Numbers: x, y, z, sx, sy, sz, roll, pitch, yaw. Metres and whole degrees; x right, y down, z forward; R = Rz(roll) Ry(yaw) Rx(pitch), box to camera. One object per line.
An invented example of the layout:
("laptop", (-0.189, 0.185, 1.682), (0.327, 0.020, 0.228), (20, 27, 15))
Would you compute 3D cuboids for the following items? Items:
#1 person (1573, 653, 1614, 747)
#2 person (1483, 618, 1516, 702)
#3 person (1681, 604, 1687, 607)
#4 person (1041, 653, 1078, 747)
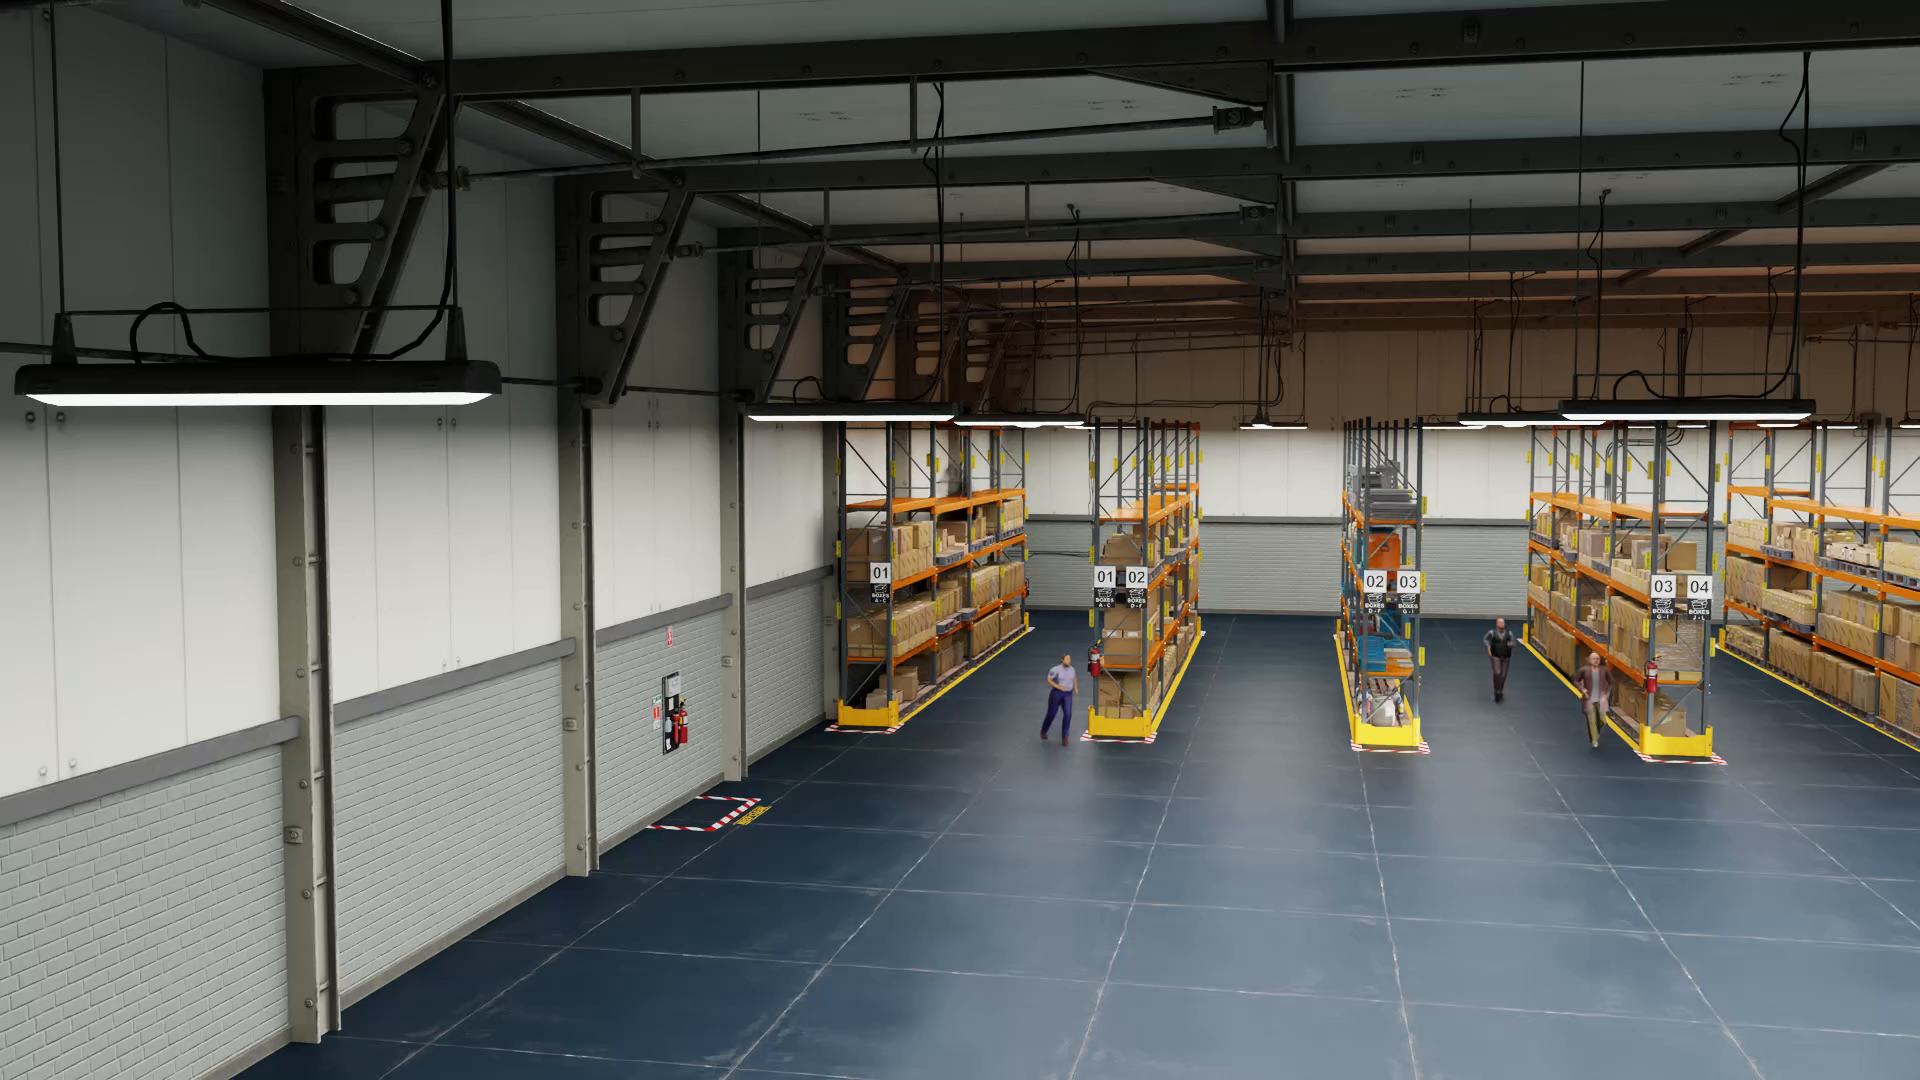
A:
("person", (11.488, 2.903, 30.148), (0.714, 1.734, 0.661), (1, 4, 14))
("person", (11.546, 2.559, 35.538), (0.638, 1.780, 0.731), (0, 4, 3))
("person", (18.981, 2.044, 44.050), (0.583, 1.724, 0.843), (2, 4, 29))
("person", (1.899, 2.908, 30.608), (0.679, 1.661, 0.840), (-1, 4, -19))
